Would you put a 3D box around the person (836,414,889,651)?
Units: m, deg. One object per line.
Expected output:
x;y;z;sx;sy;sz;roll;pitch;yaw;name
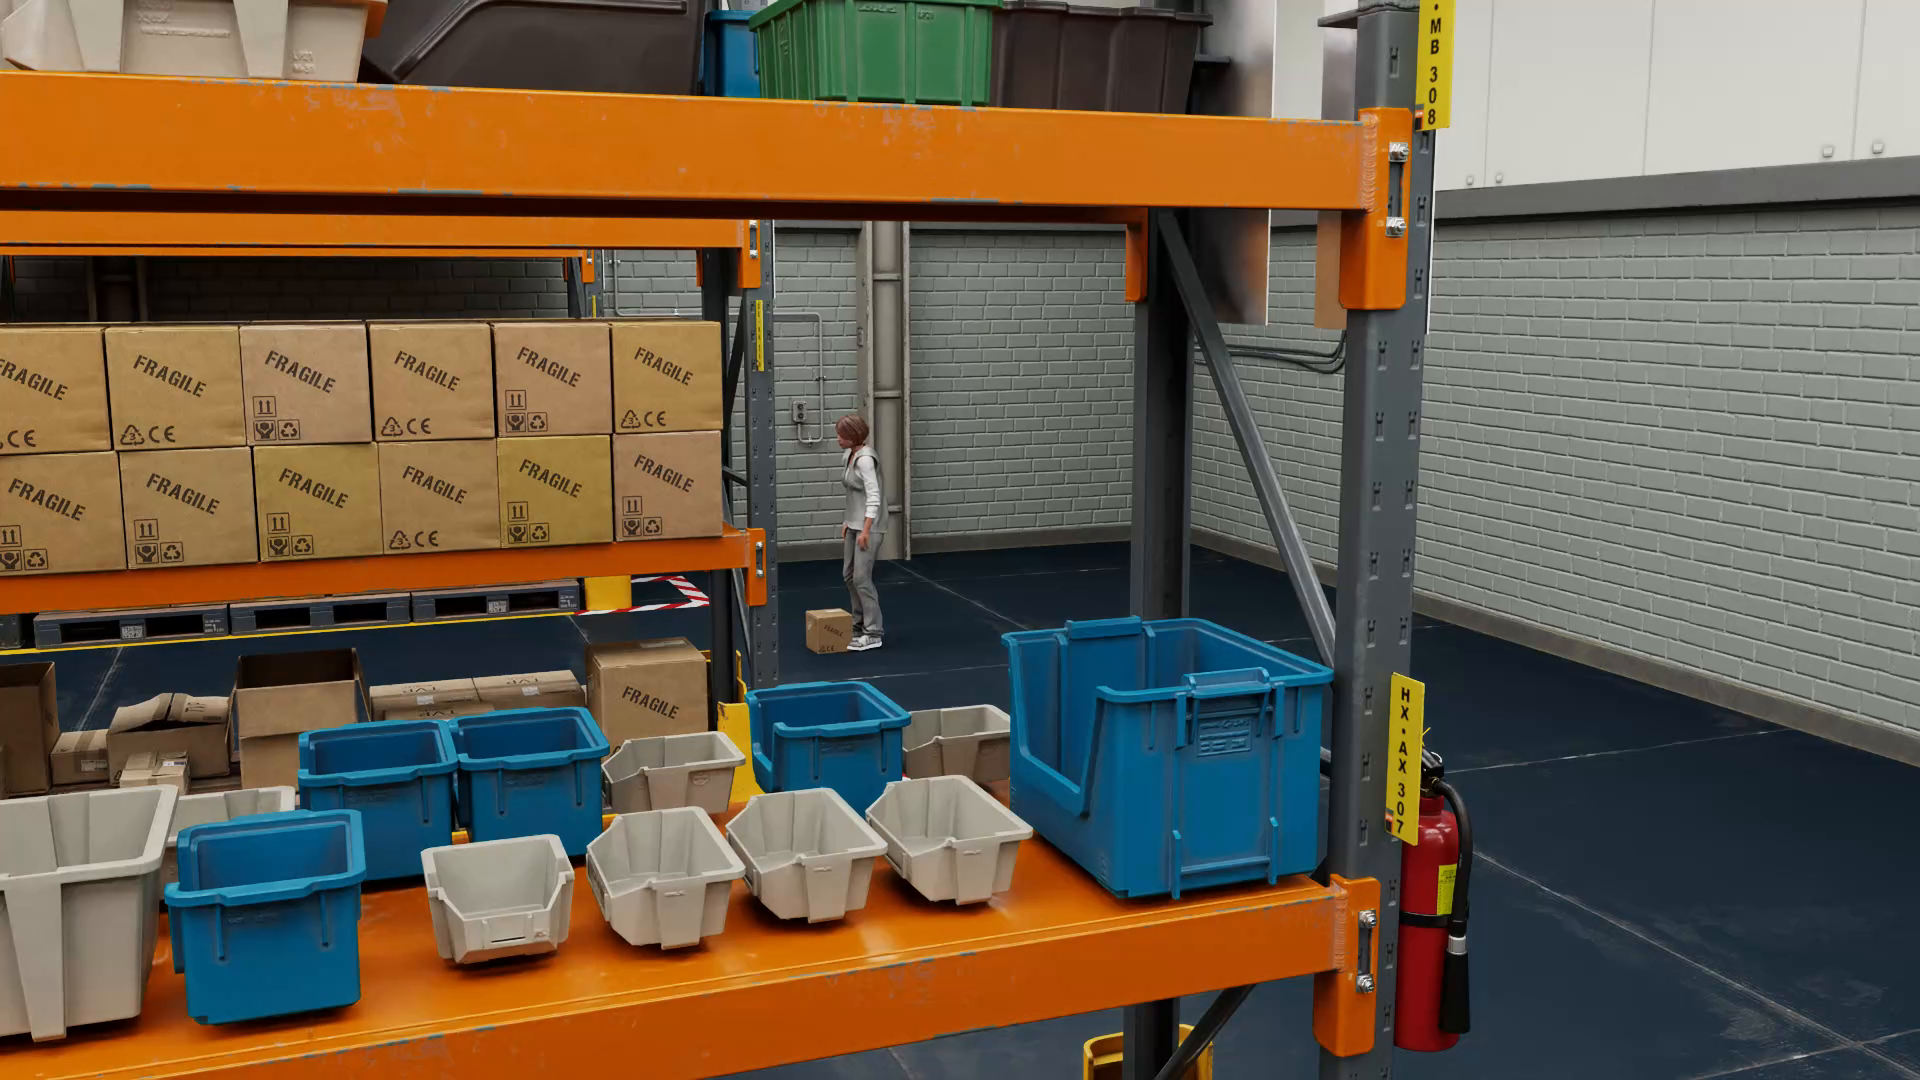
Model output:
-0.670;-0.060;11.277;0.343;1.593;0.460;-3;10;-21;person
